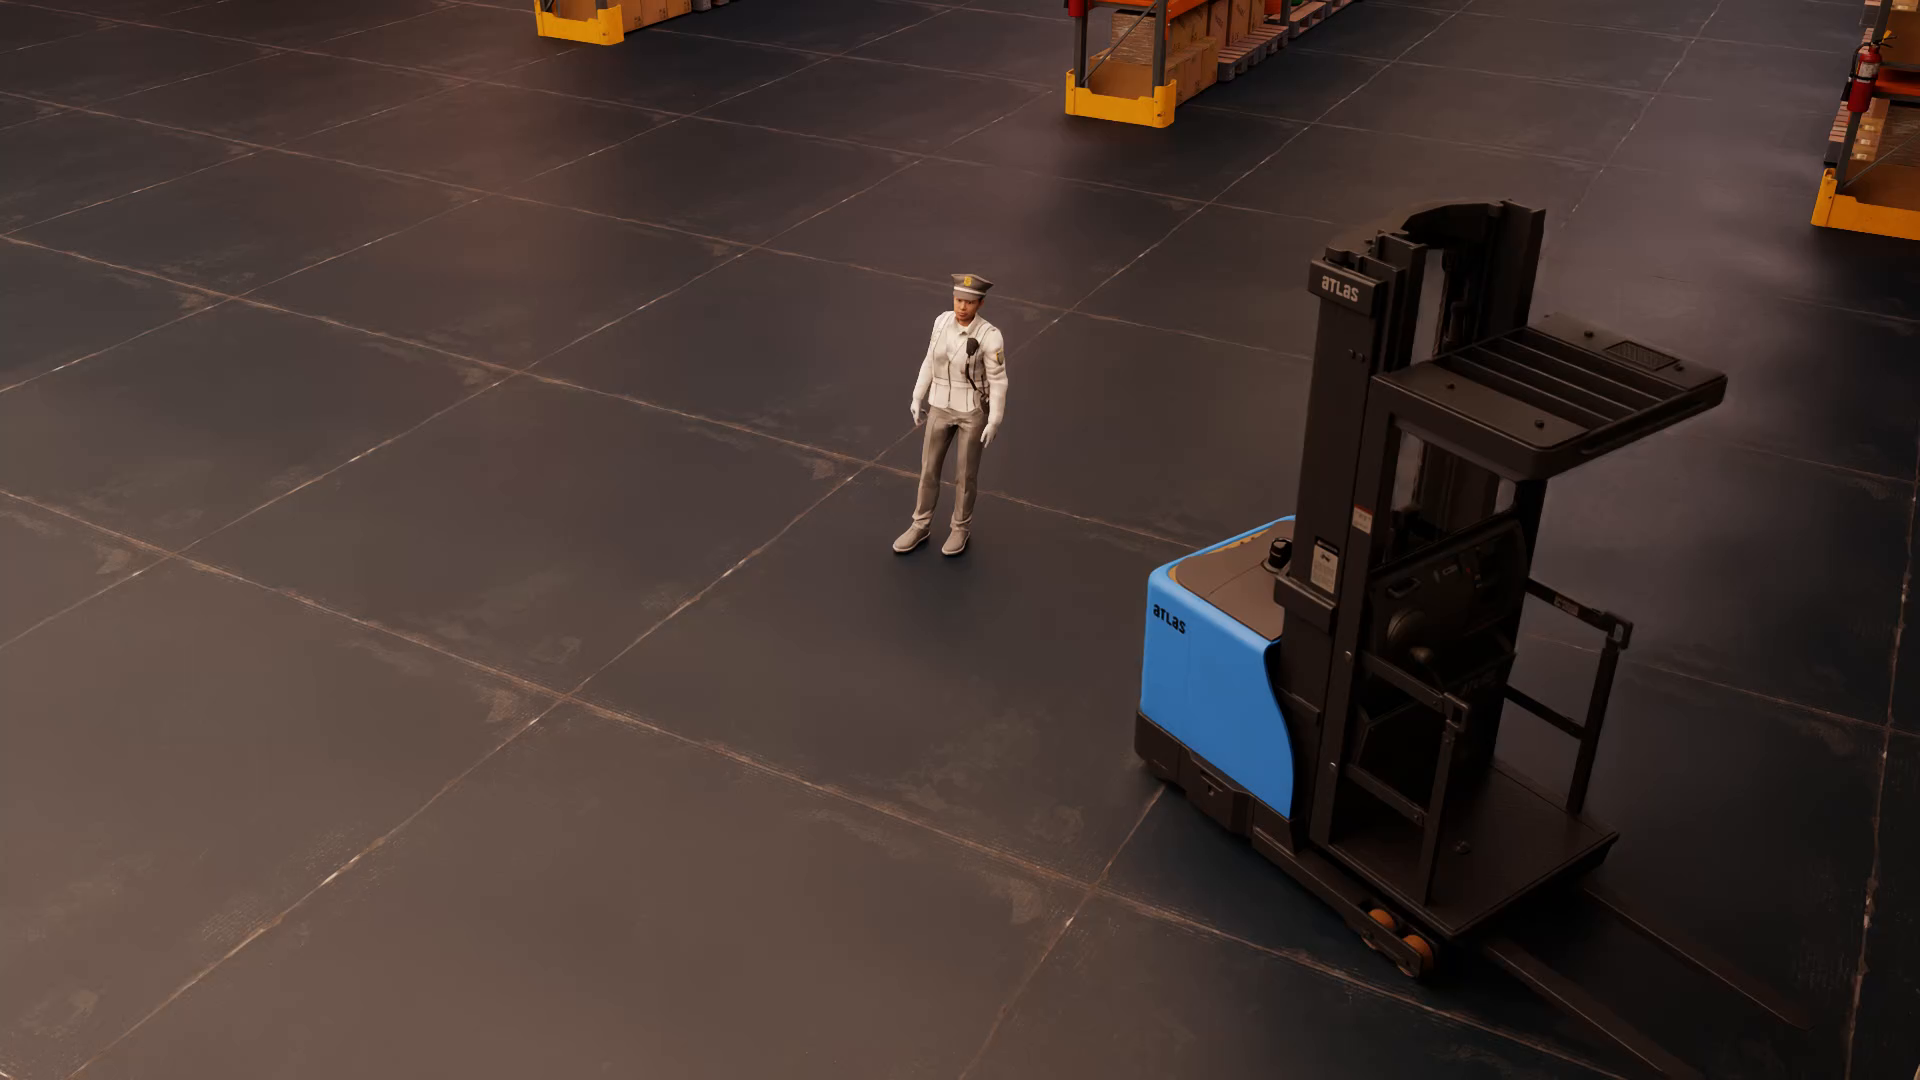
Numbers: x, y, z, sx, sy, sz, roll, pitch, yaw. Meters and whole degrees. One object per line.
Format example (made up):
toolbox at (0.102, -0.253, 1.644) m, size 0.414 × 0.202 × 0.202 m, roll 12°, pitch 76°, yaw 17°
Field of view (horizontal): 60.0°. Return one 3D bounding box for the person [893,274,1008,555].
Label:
person at (-0.039, -0.712, 9.527) m, size 0.588 × 1.695 × 0.531 m, roll 15°, pitch 33°, yaw 25°

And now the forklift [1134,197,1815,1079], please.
forklift at (2.116, 0.257, 6.626) m, size 1.130 × 2.935 × 3.031 m, roll -20°, pitch 35°, yaw -30°
